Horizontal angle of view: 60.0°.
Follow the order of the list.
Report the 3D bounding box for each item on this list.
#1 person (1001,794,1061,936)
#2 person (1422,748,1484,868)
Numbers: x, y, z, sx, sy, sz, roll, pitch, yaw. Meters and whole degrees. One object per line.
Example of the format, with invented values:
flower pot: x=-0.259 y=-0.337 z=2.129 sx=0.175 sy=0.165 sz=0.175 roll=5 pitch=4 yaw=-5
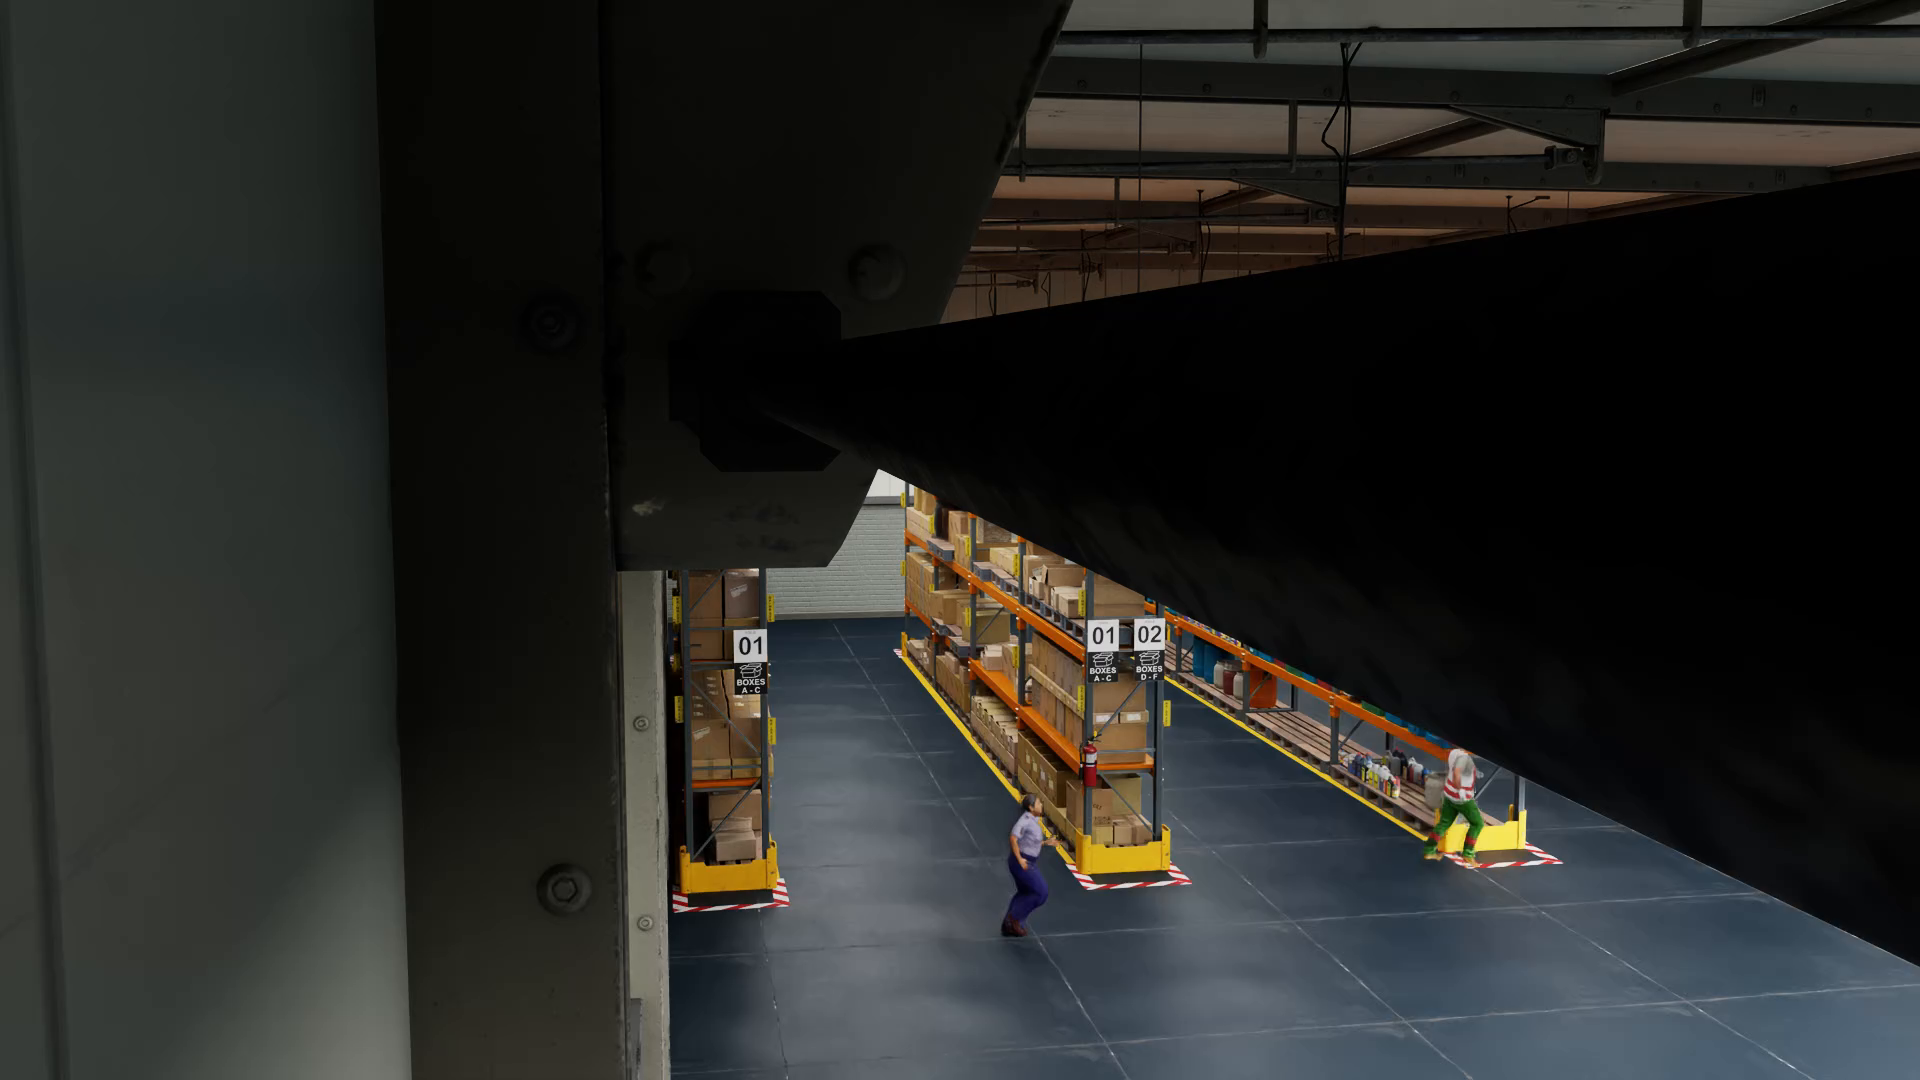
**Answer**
person: x=0.784 y=3.625 z=18.499 sx=0.662 sy=1.589 sz=0.611 roll=0 pitch=6 yaw=4
person: x=6.263 y=3.283 z=20.888 sx=0.726 sy=1.825 sz=0.745 roll=-1 pitch=6 yaw=-6
